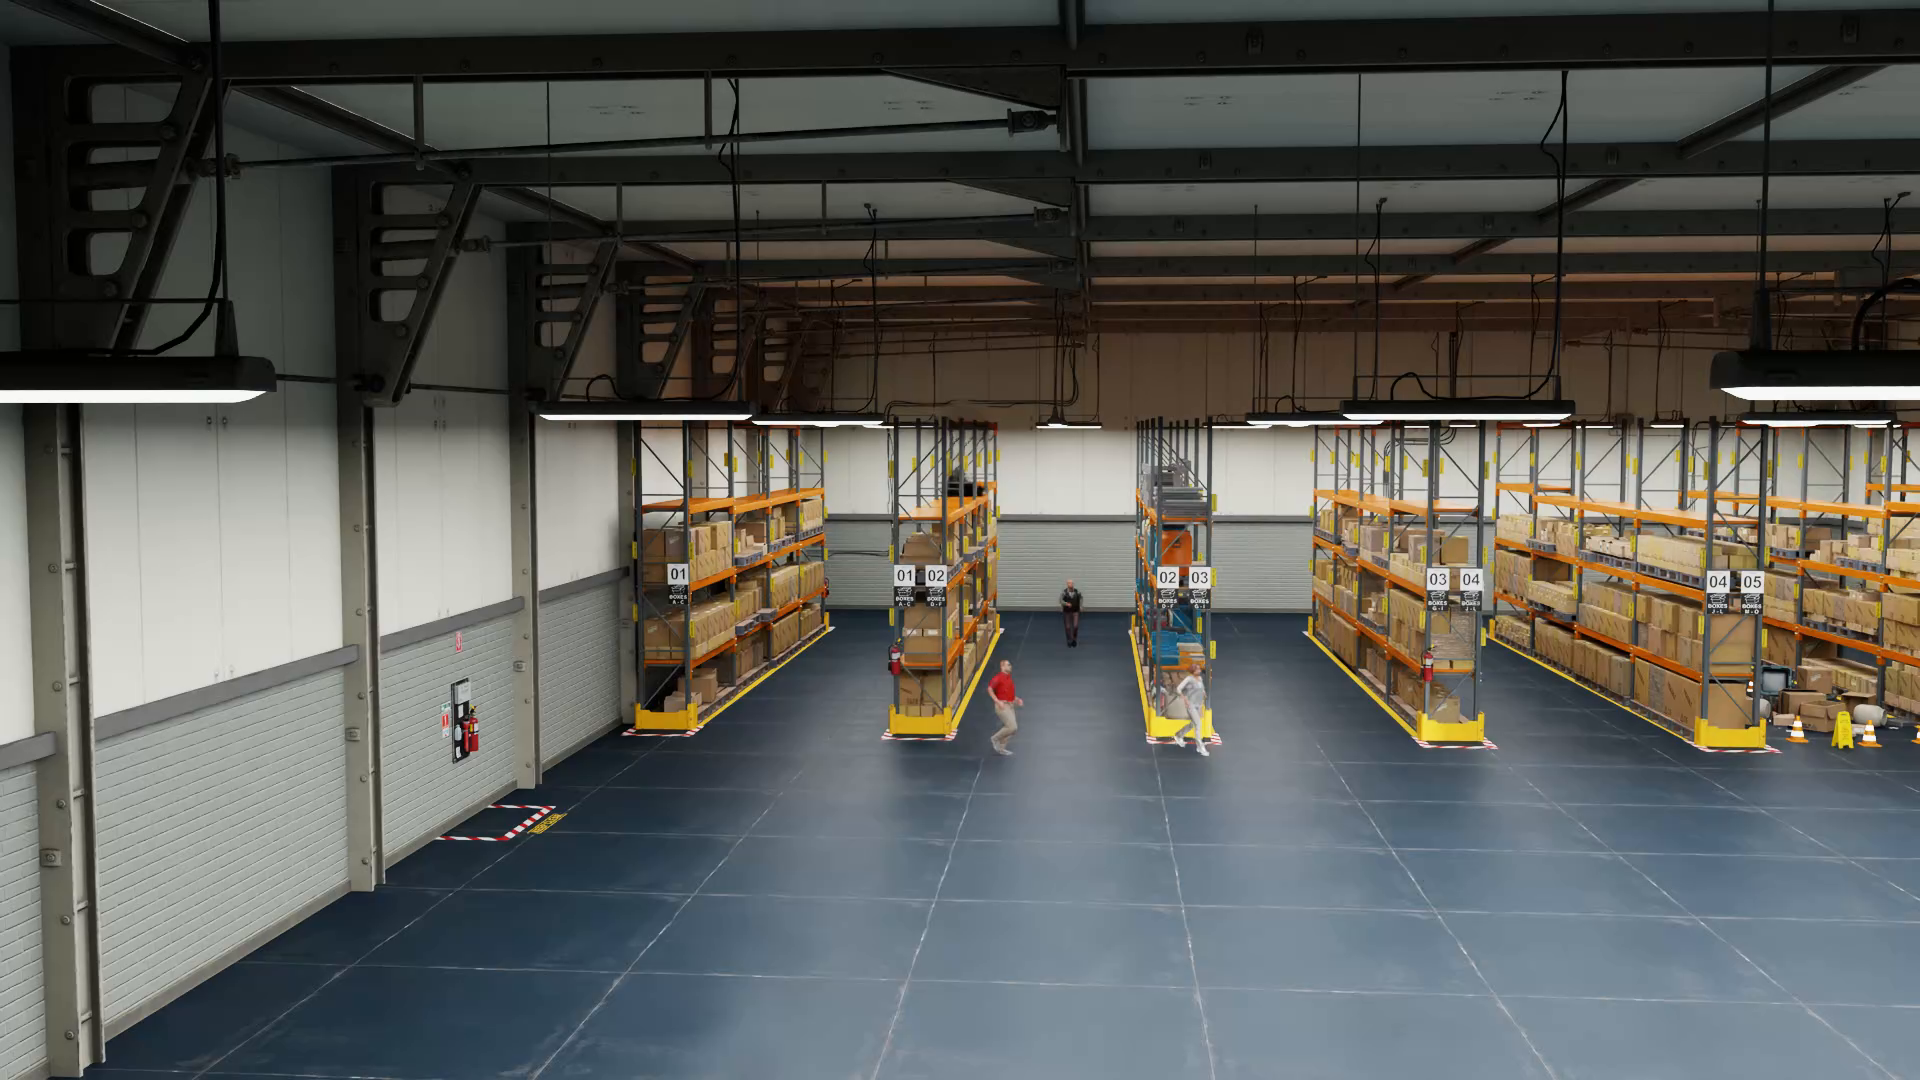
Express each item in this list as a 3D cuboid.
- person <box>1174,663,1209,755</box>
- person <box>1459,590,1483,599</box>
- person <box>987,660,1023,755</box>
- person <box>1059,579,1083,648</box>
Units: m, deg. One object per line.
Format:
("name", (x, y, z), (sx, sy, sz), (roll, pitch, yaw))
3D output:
("person", (4.146, 2.984, 29.643), (0.809, 1.606, 0.551), (3, 5, 41))
("person", (14.313, 1.762, 47.157), (1.011, 1.734, 0.763), (-2, 4, -24))
("person", (0.815, 2.965, 29.369), (0.533, 1.691, 0.670), (2, 4, 26))
("person", (2.811, 1.855, 41.888), (0.631, 1.724, 0.631), (0, 4, 0))
